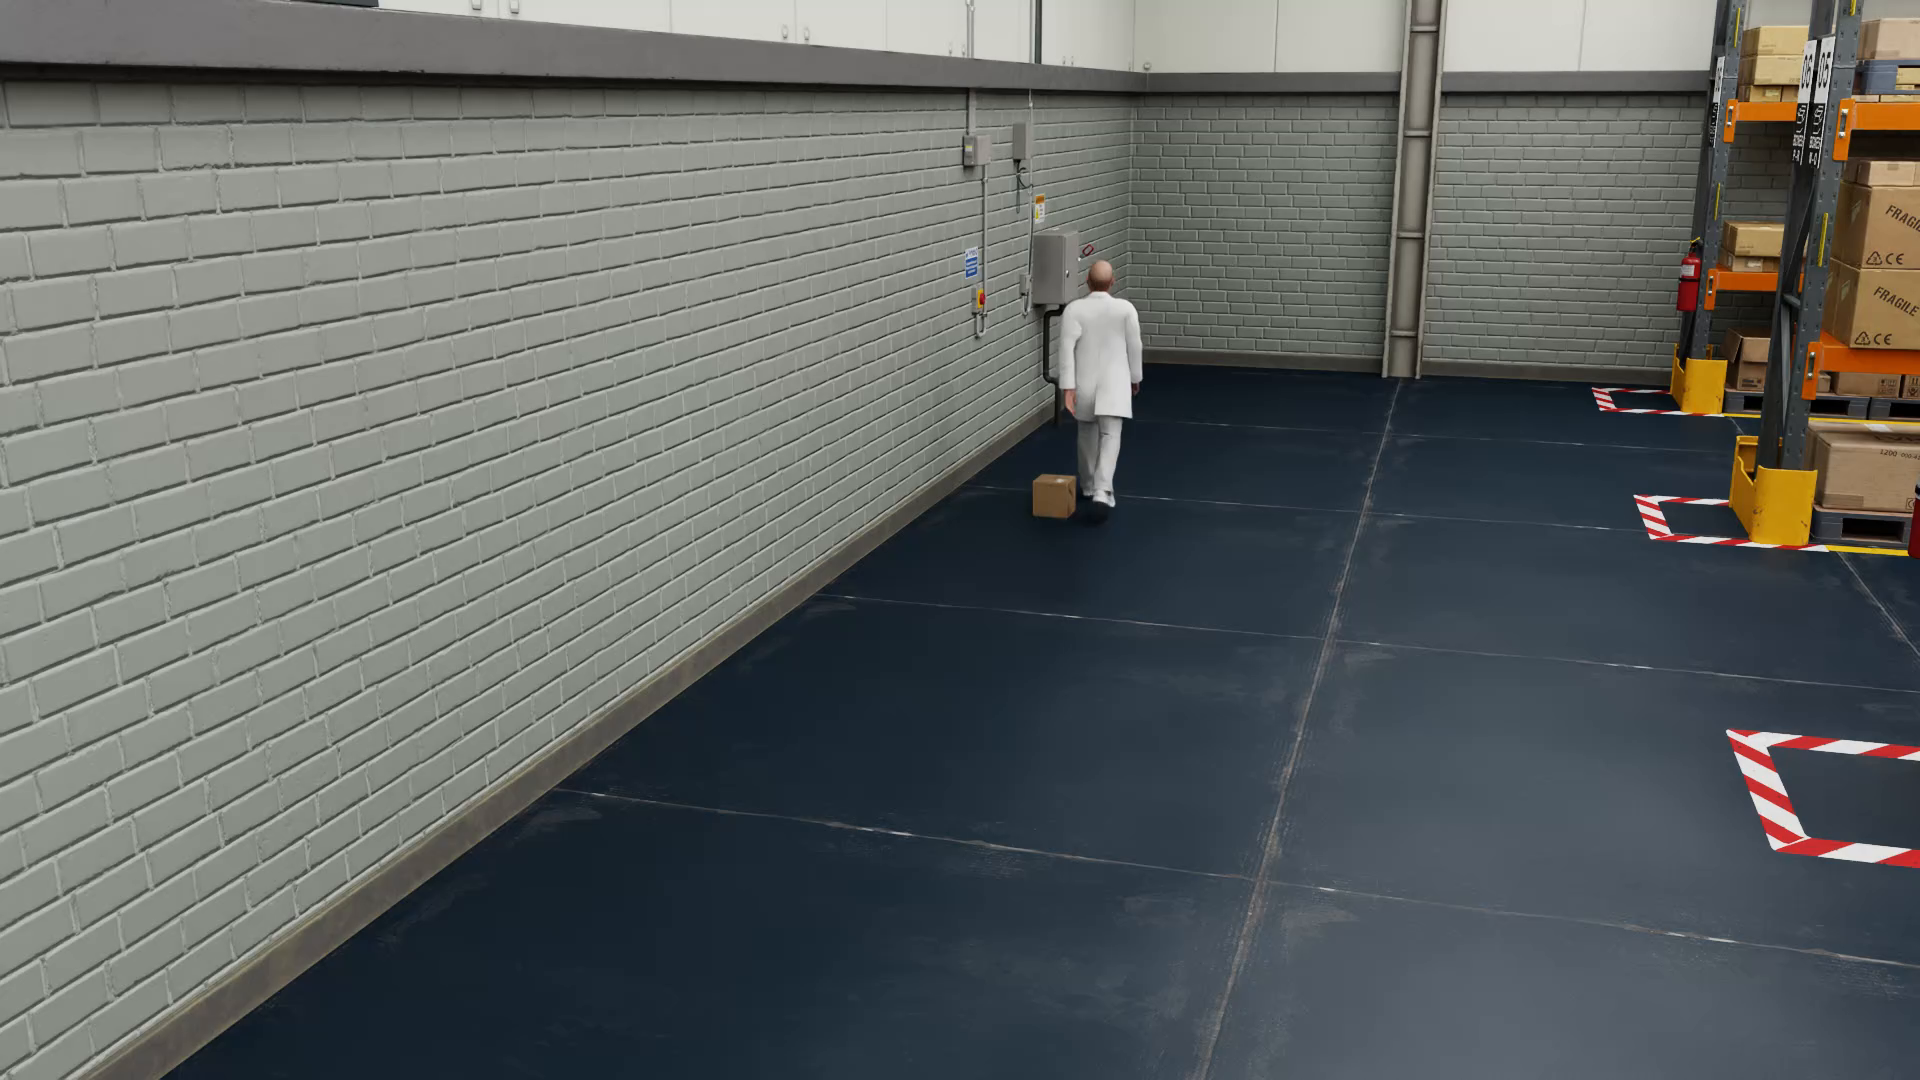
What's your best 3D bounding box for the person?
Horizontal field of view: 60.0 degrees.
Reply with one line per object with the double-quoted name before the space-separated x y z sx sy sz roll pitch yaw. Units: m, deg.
"person" 0.993 -1.102 11.713 0.568 1.732 1.102 3 15 11
